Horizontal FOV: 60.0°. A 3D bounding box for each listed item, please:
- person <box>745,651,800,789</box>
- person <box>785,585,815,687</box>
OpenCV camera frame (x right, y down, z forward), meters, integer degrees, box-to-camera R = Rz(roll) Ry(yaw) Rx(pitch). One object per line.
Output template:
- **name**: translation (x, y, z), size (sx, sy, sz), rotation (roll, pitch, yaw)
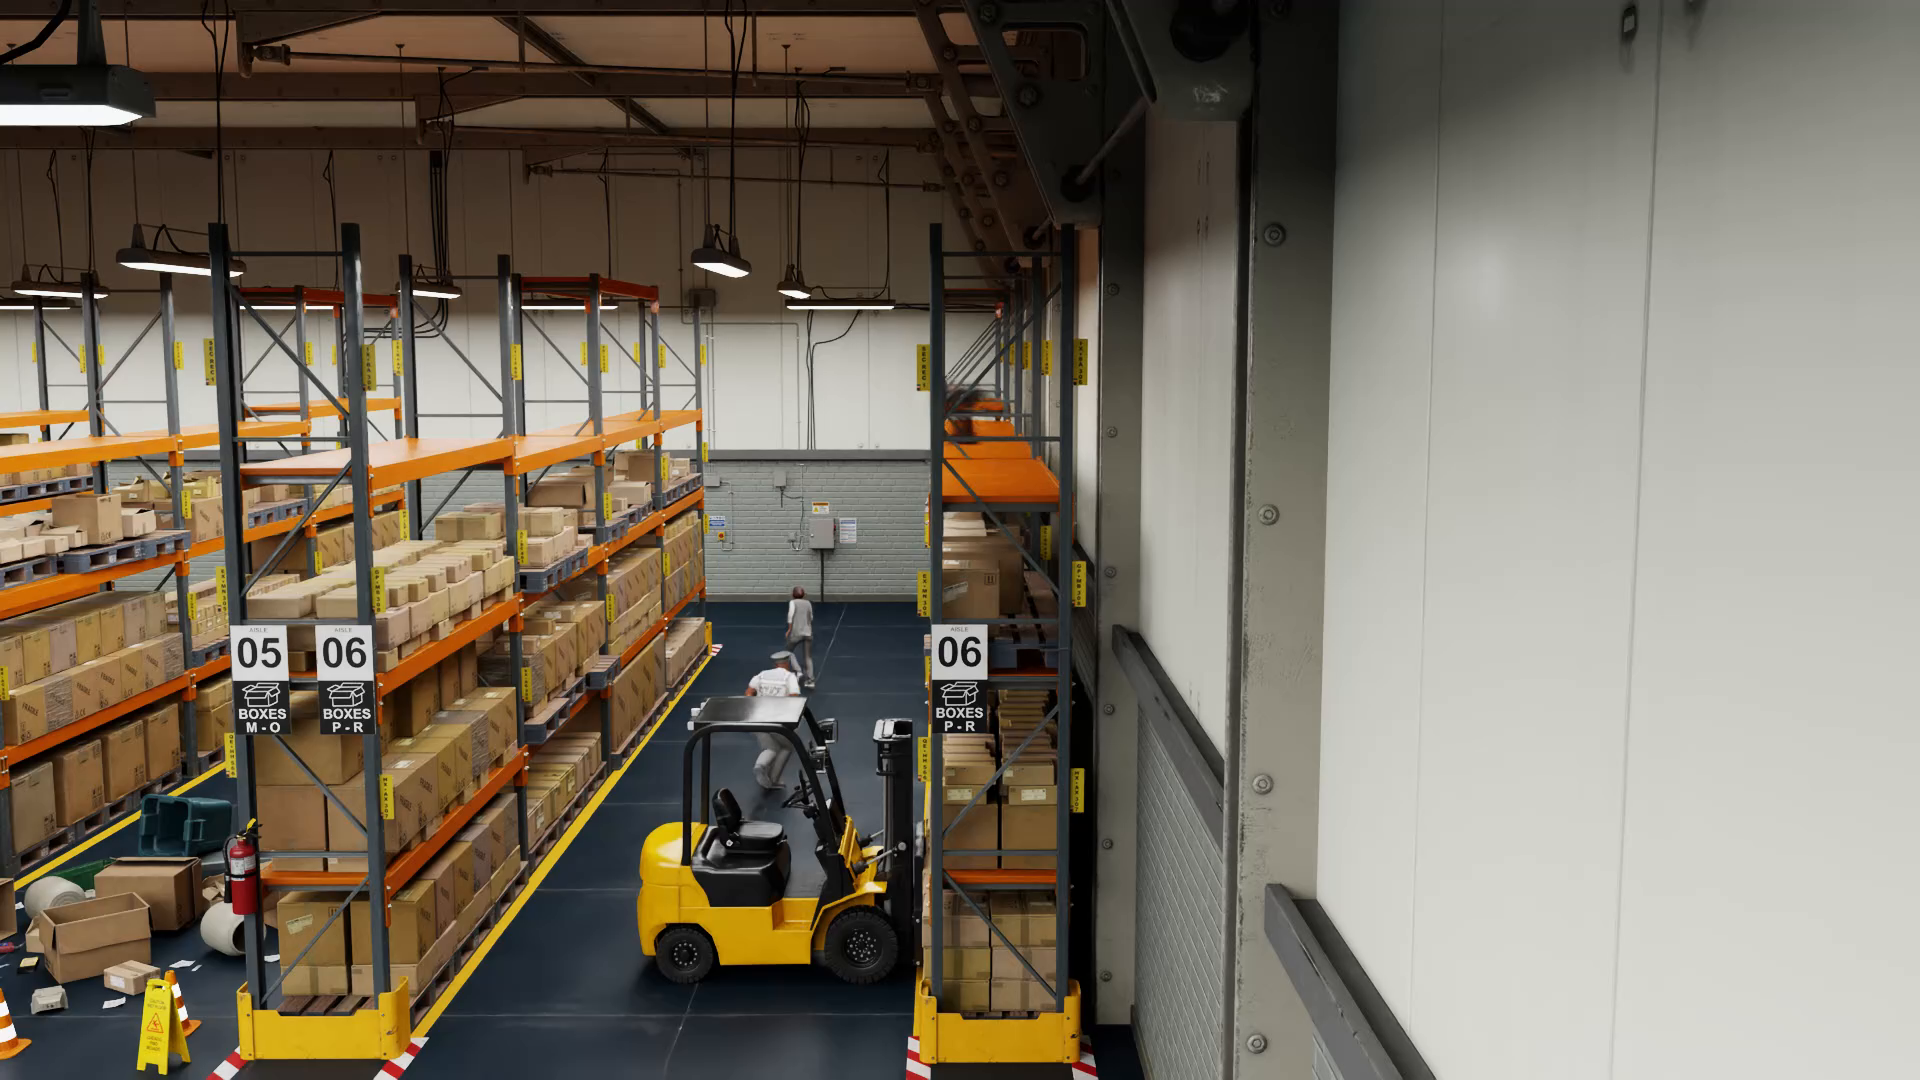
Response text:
- **person**: translation (-2.212, 2.142, 19.424), size (0.672, 1.565, 0.935), rotation (2, 7, 13)
- **person**: translation (-2.443, 1.453, 25.340), size (0.536, 1.496, 0.865), rotation (-4, 8, -28)
